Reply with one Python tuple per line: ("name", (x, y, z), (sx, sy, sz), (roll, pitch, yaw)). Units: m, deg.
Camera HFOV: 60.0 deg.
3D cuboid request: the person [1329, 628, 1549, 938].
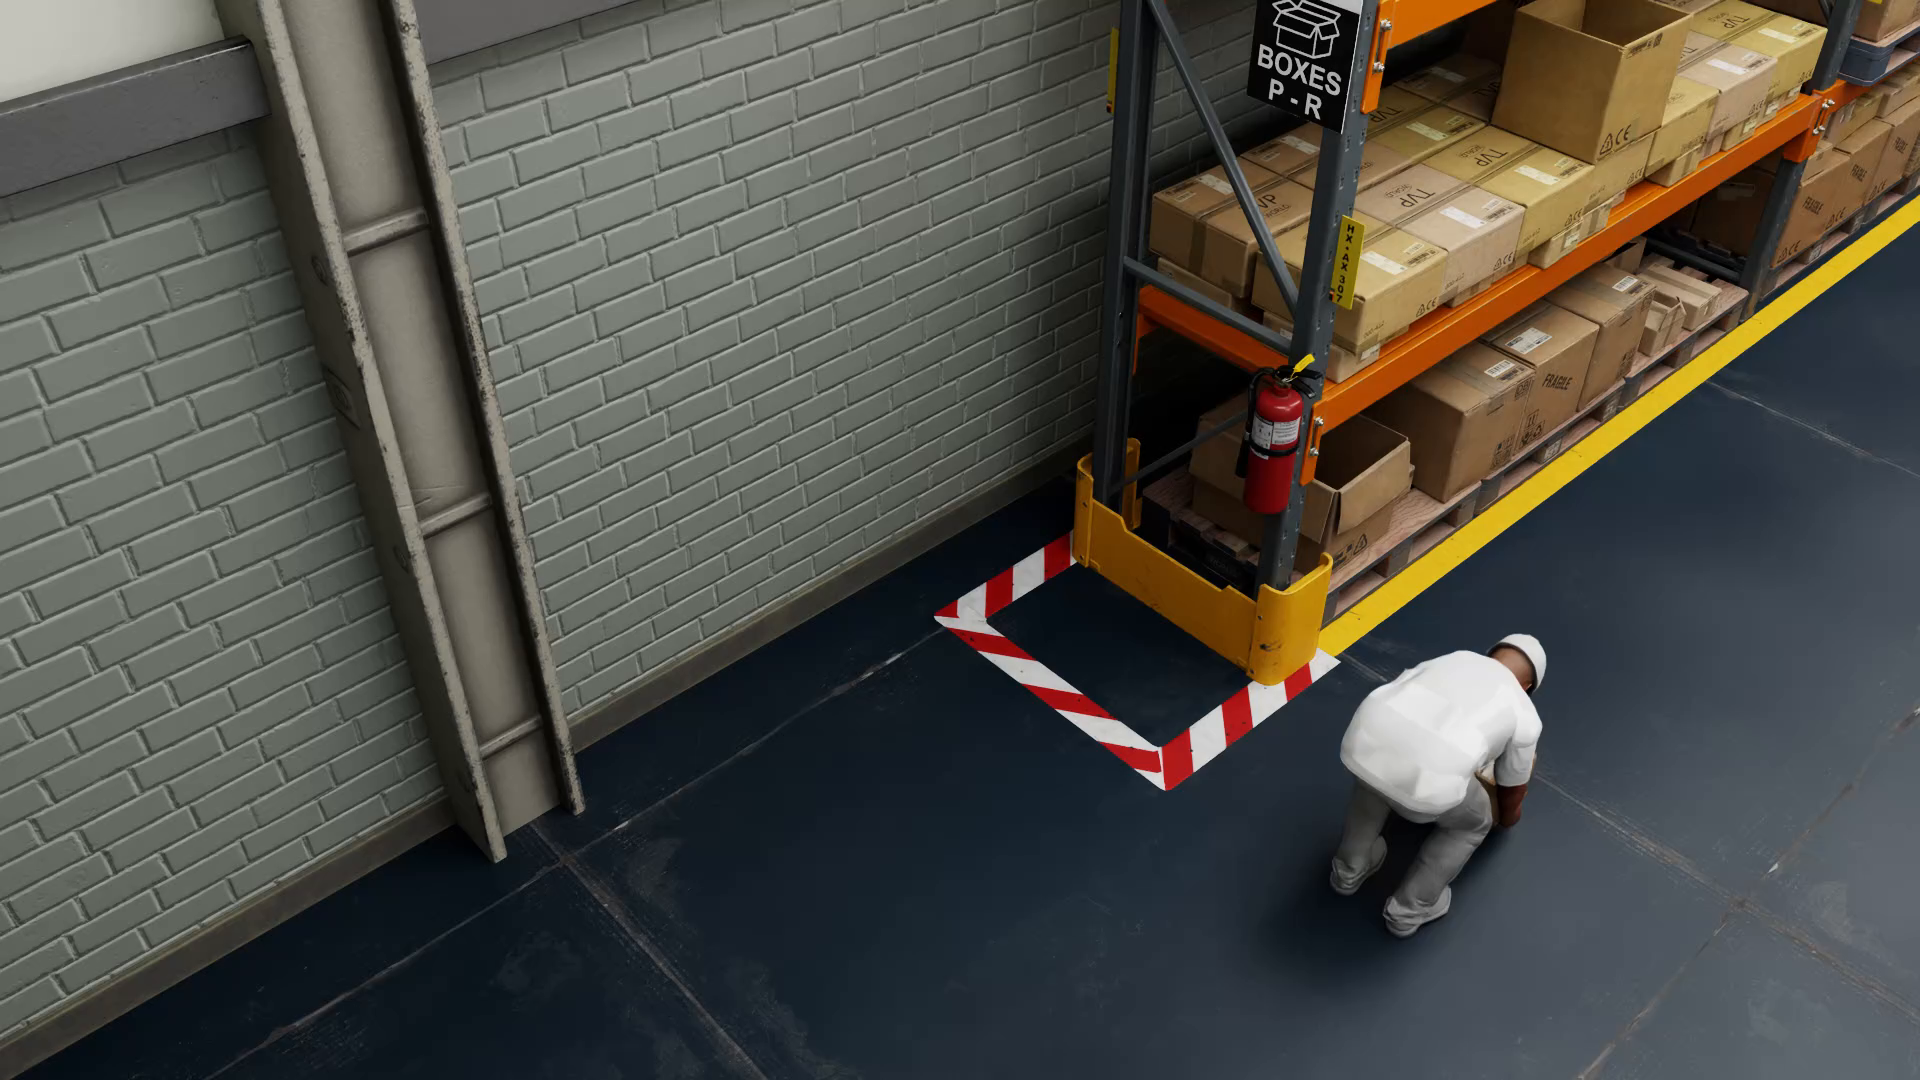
("person", (1.676, 0.785, 5.771), (0.976, 1.017, 0.493), (-32, 49, -33))
